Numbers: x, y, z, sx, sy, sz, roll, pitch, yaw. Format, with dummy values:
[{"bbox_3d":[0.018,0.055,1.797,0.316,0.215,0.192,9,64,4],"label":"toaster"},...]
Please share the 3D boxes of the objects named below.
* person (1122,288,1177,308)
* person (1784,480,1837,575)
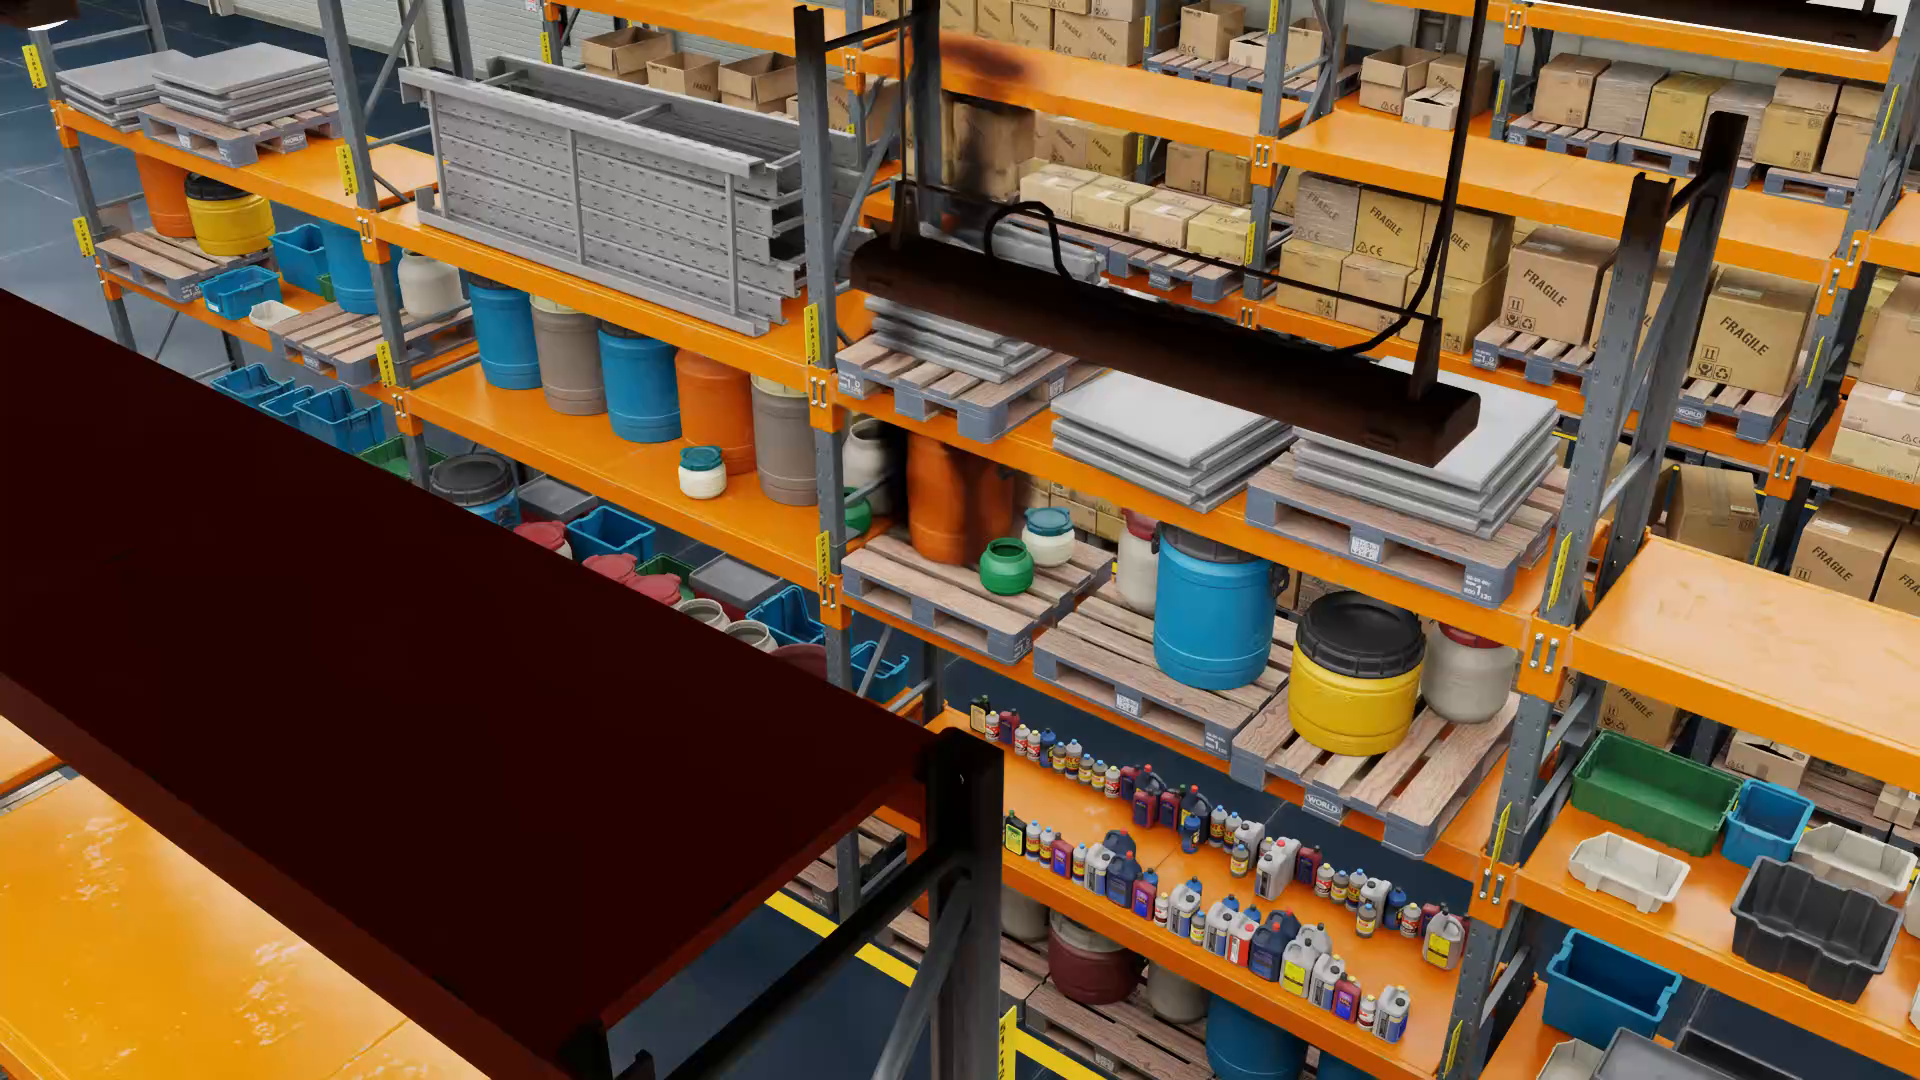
[{"bbox_3d":[1.801,-2.098,17.012,0.755,1.727,0.706,22,38,31],"label":"person"},{"bbox_3d":[7.613,-0.318,14.163,0.931,1.727,0.663,18,36,27],"label":"person"}]
